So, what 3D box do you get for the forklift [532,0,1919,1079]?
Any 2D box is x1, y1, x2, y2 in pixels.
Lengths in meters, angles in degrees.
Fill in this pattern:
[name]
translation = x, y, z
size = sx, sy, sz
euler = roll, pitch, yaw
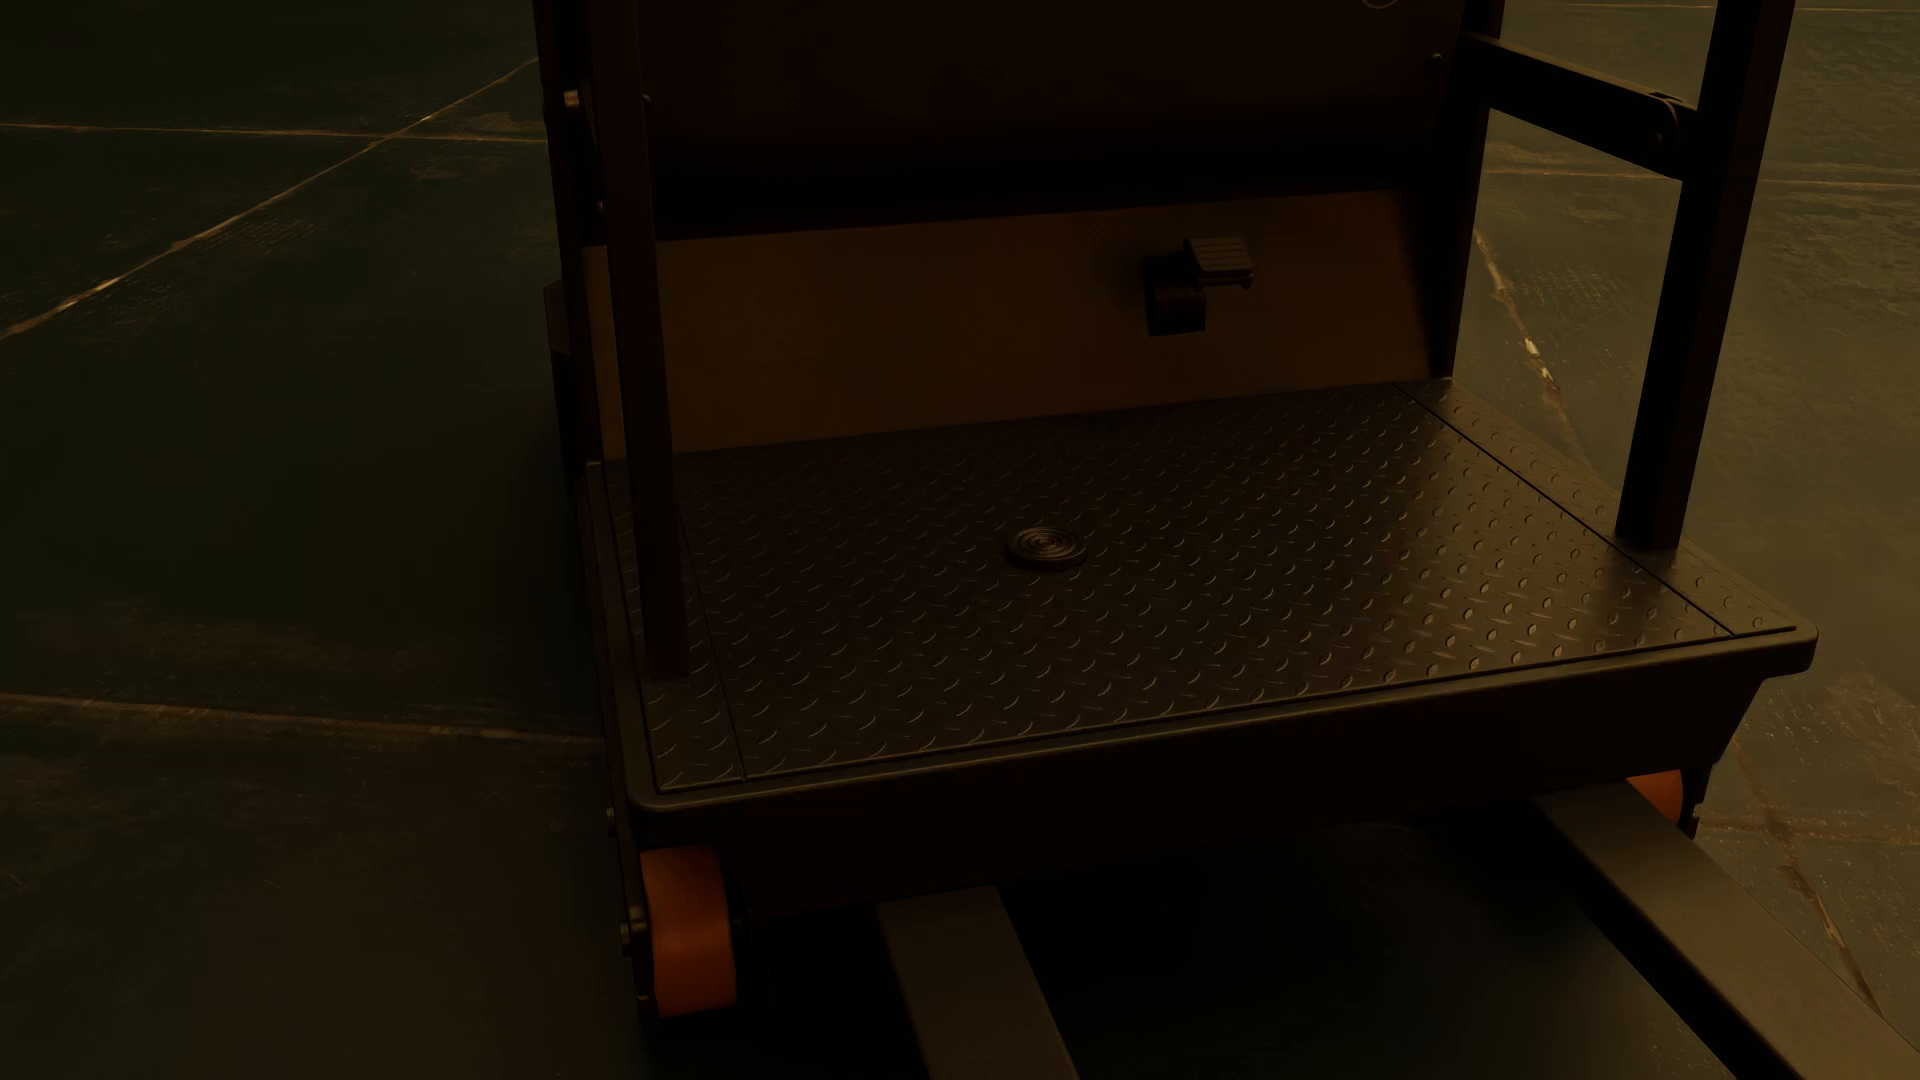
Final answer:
[forklift]
translation = 0.153, -1.049, 1.319
size = 1.130, 2.935, 3.031
euler = -7, 27, -13
